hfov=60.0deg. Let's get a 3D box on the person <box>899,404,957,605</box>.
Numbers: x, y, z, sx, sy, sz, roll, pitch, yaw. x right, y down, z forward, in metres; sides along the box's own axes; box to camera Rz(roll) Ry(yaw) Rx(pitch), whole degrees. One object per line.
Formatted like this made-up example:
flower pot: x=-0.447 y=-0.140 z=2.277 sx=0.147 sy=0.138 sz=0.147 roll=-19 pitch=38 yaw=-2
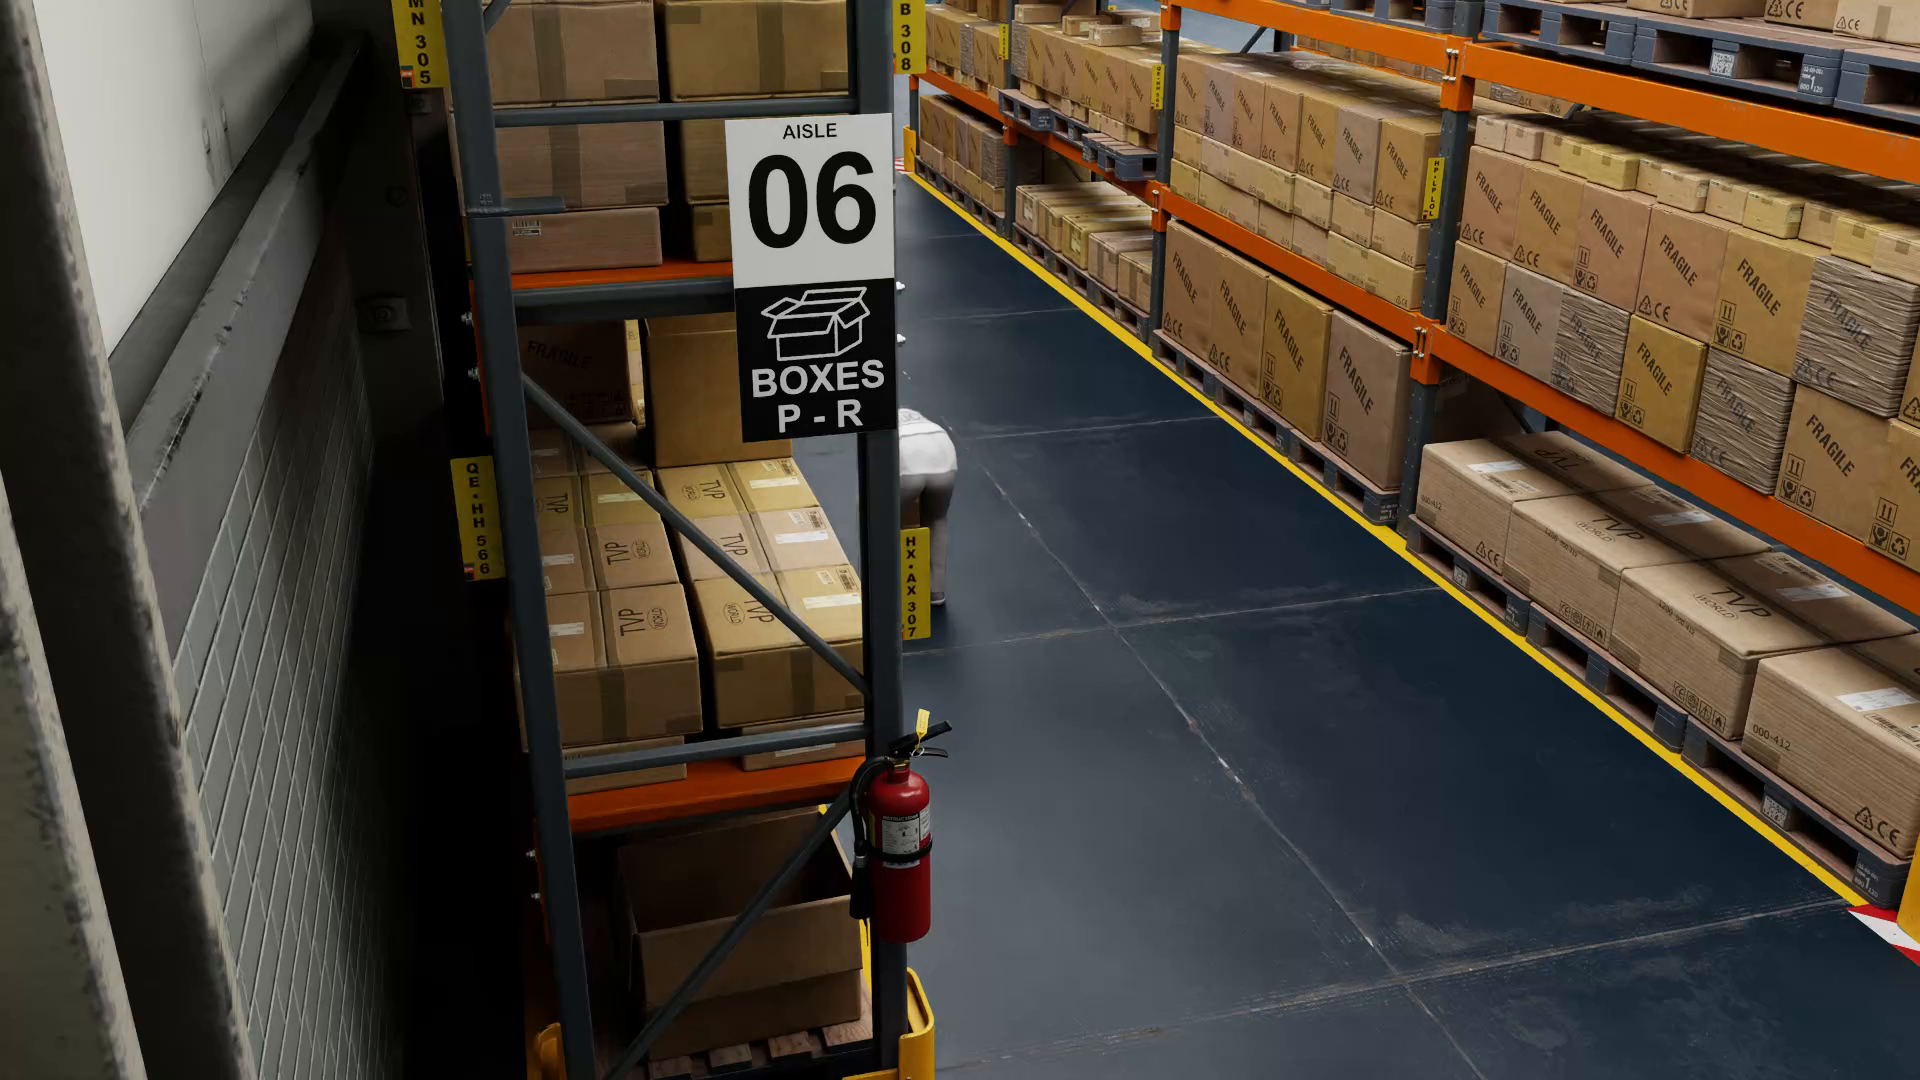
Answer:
person: x=-0.316 y=-0.202 z=8.891 sx=0.431 sy=1.022 sz=0.938 roll=-8 pitch=24 yaw=-19
